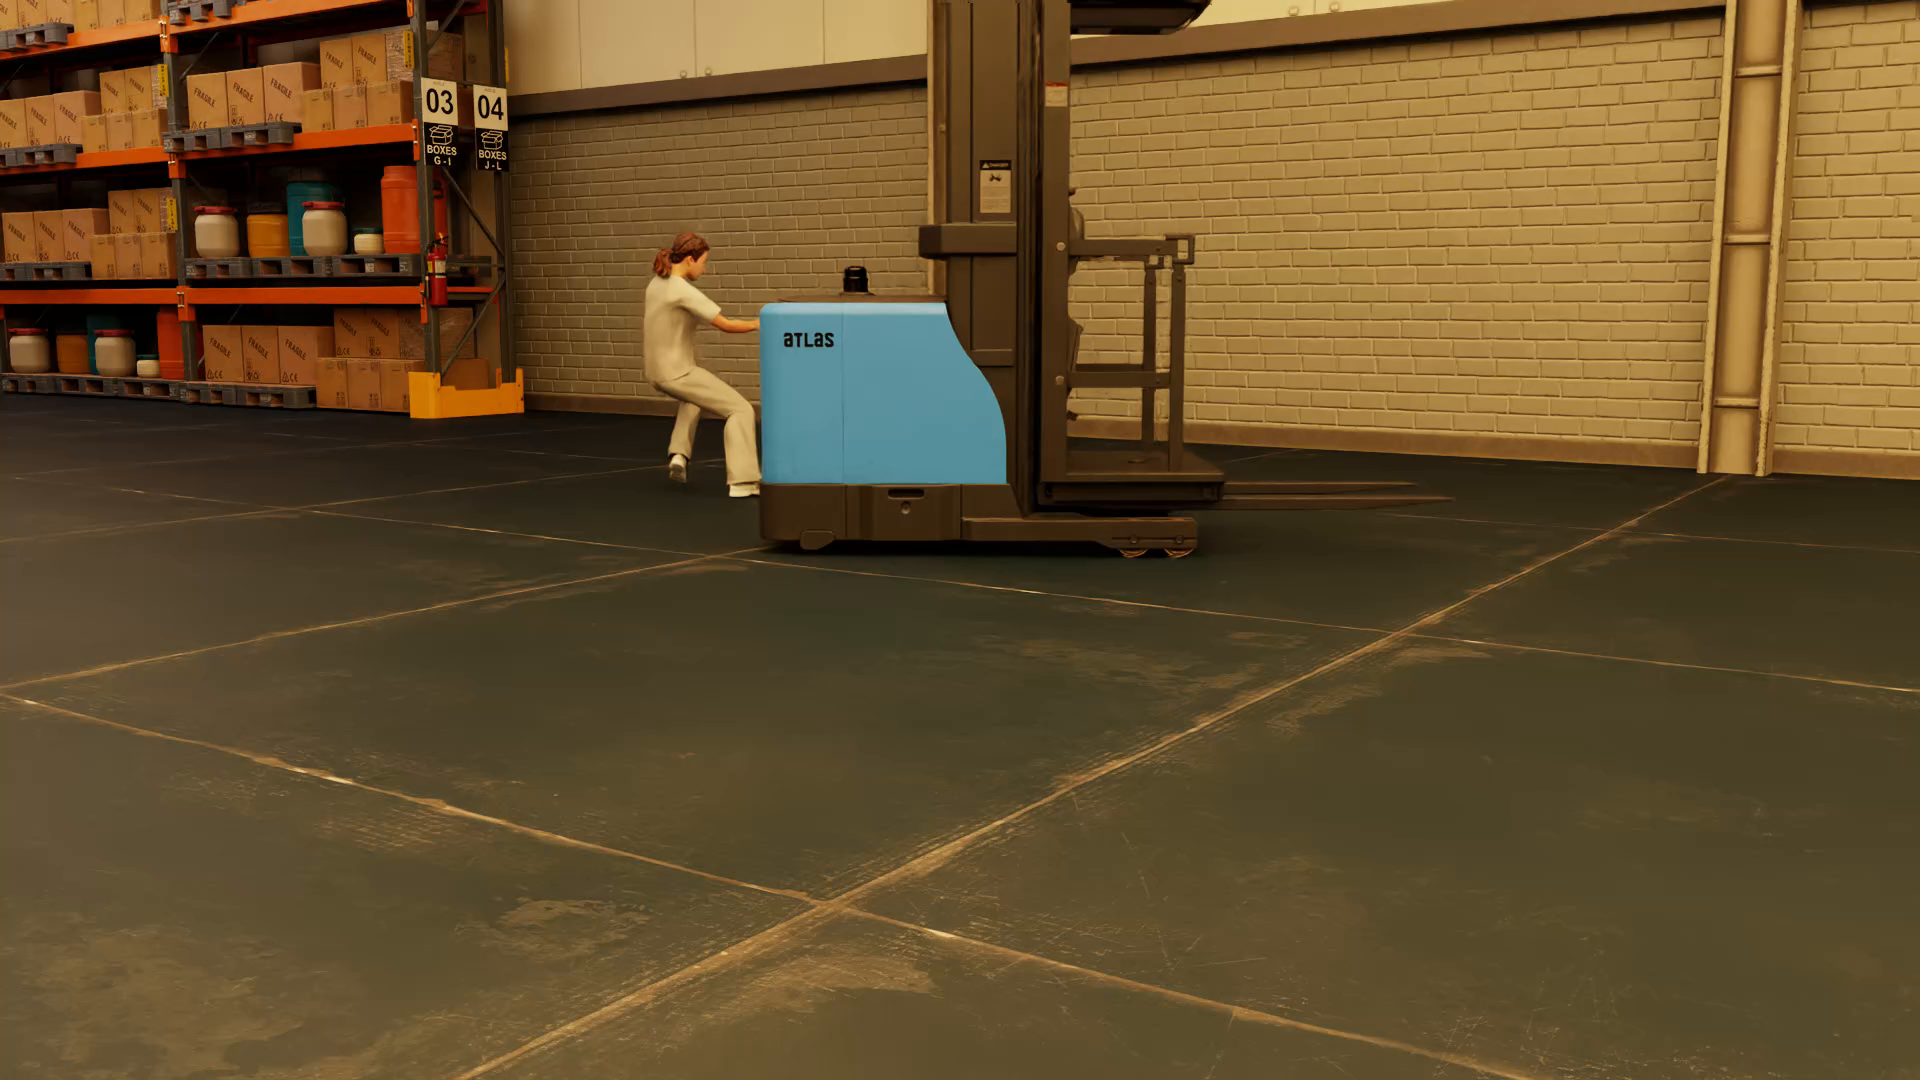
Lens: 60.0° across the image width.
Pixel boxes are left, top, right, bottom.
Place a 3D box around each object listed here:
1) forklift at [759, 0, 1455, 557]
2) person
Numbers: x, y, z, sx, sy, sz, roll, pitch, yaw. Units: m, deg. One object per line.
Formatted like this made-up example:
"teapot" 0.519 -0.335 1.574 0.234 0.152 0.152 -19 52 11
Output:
"forklift" 0.647 -1.453 7.413 3.031 2.935 1.130 0 8 0
"person" -1.452 -1.012 9.507 0.694 1.466 0.913 -6 10 -36
